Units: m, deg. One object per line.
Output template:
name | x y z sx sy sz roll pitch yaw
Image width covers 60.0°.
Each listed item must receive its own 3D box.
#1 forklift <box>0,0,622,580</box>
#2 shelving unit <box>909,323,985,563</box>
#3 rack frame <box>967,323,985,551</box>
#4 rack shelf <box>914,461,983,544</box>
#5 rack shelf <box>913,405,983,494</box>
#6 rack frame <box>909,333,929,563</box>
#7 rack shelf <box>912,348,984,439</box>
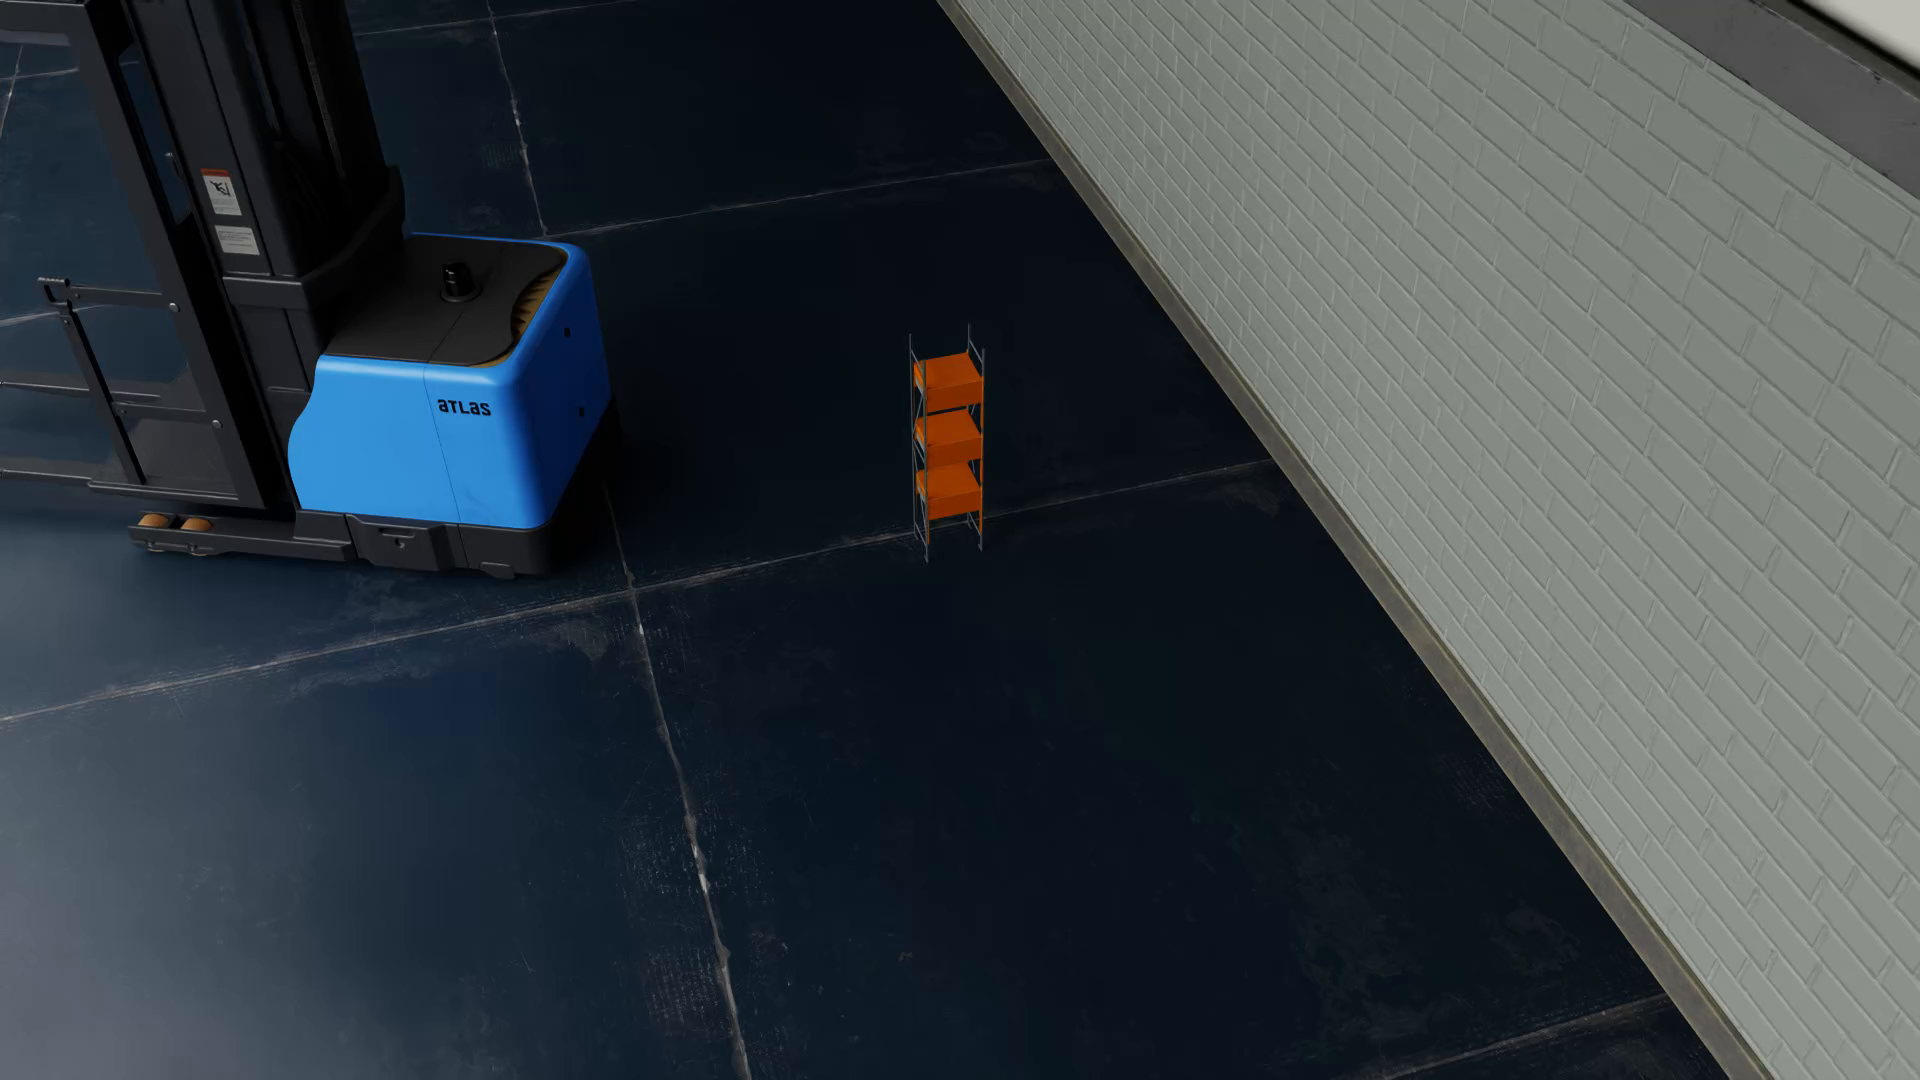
forklift | -3.120 -1.373 6.594 3.031 2.935 1.130 5 41 6
shelving unit | -0.051 -0.385 6.892 0.252 1.050 0.215 -12 42 -13
rack frame | 0.065 -0.409 6.920 0.008 1.050 0.200 -12 42 -13
rack shelf | -0.051 -0.168 7.082 0.240 0.259 0.215 -12 42 -13
rack shelf | -0.051 -0.377 6.899 0.240 0.259 0.215 -12 42 -13
rack frame | -0.167 -0.361 6.865 0.008 1.050 0.200 -12 42 -13
rack shelf | -0.051 -0.591 6.713 0.240 0.259 0.215 -12 42 -13
